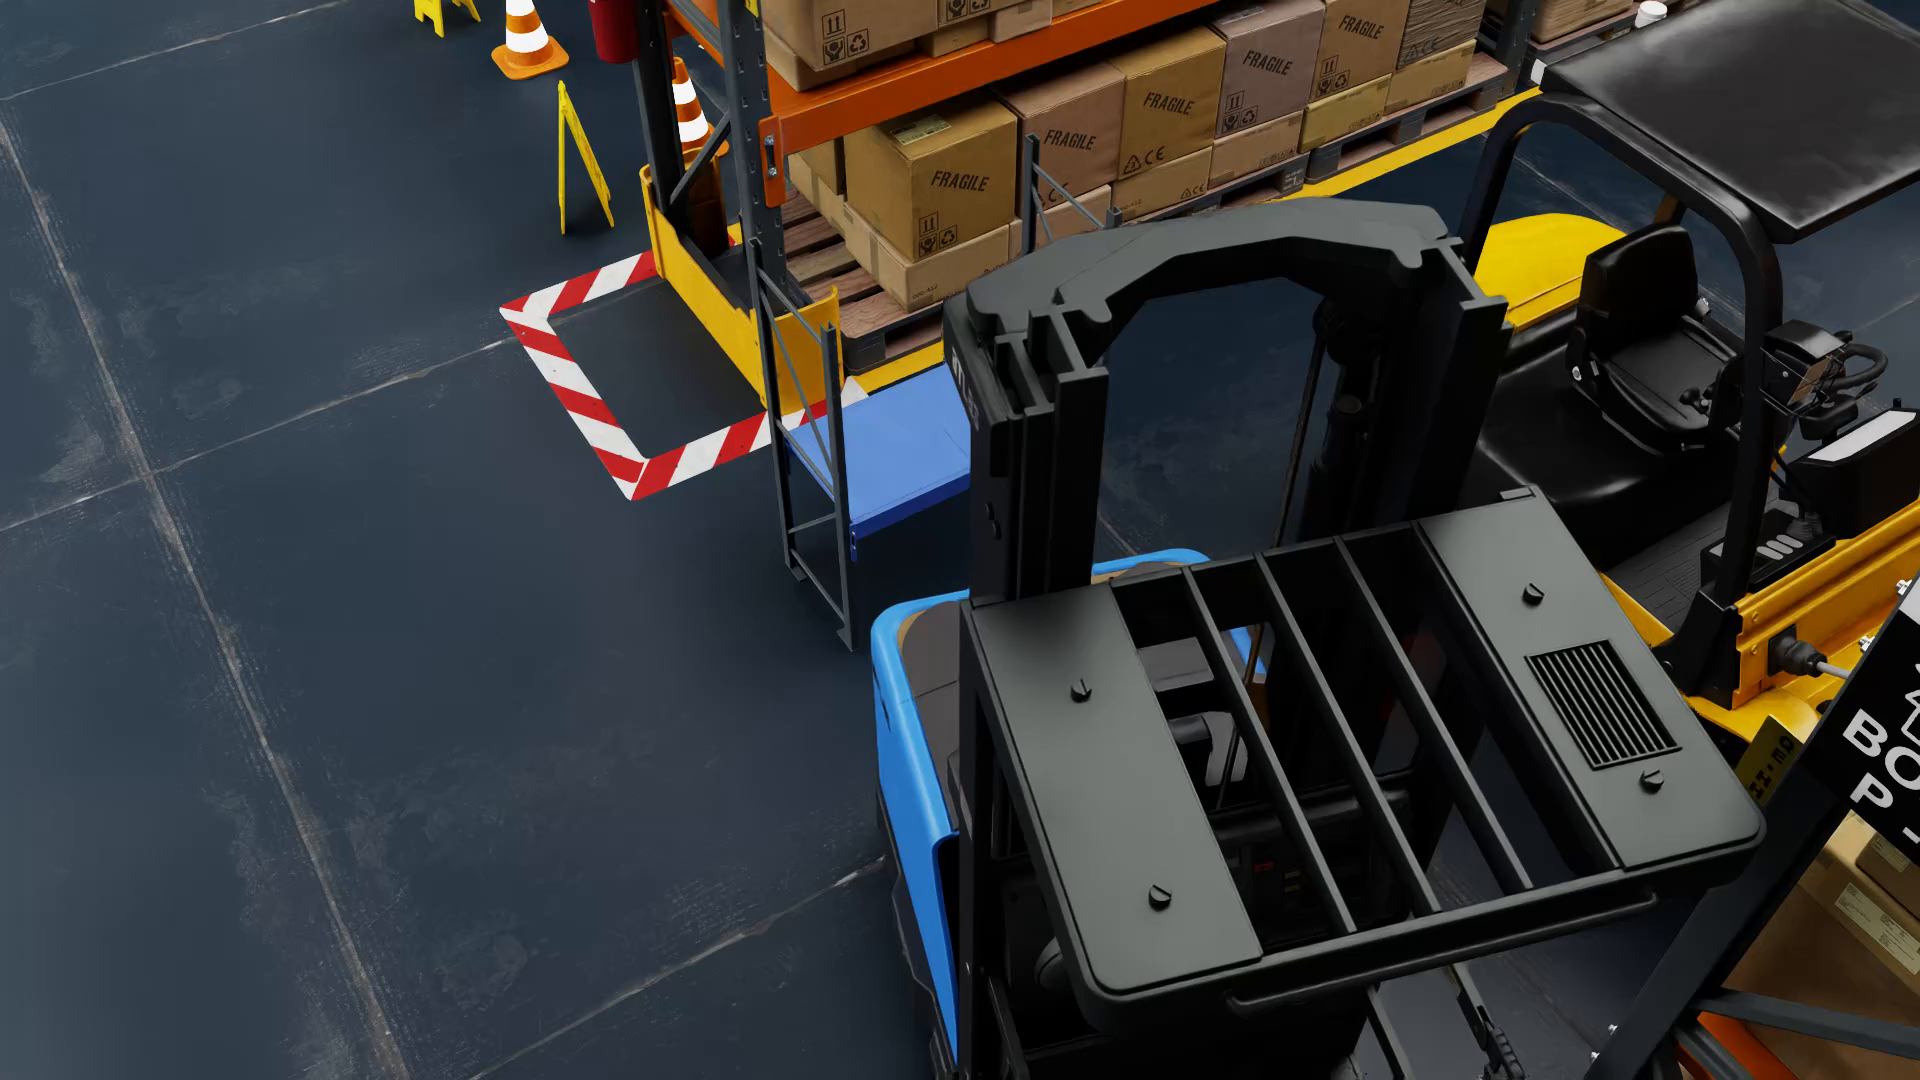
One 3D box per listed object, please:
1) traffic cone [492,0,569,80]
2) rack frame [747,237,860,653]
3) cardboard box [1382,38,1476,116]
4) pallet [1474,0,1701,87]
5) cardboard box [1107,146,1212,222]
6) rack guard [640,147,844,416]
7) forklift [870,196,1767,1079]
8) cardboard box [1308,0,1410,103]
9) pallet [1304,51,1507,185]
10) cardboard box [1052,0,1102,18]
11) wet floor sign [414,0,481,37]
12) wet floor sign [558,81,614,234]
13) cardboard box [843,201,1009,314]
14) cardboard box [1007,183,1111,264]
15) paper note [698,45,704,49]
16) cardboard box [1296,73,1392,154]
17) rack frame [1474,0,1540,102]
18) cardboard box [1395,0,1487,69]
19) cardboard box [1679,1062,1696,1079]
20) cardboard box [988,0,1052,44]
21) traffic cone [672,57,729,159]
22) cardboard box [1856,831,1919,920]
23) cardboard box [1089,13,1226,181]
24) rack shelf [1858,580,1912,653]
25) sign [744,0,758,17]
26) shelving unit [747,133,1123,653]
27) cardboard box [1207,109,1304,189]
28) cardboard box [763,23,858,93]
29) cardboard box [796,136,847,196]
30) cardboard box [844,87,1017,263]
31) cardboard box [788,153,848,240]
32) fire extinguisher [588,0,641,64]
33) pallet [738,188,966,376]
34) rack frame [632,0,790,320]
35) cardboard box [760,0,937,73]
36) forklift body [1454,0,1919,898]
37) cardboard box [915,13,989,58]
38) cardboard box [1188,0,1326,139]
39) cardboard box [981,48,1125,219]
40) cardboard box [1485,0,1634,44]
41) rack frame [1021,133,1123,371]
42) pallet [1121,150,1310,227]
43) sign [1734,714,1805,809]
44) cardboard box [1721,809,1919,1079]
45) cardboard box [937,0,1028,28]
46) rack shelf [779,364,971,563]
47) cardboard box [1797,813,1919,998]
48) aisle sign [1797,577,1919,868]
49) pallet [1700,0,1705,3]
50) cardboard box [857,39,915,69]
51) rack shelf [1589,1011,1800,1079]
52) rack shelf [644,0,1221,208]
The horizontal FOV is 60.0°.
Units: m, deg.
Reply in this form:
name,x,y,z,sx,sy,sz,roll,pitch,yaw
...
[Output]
name,x,y,z,sx,sy,sz,roll,pitch,yaw
traffic cone,-2.175,-2.595,8.251,0.334,0.463,0.336,-25,53,-21
rack frame,-0.502,-0.262,5.479,0.032,1.500,0.500,-25,53,-21
cardboard box,2.055,-2.300,7.850,0.500,0.250,0.500,-23,52,-19
pallet,3.070,-2.864,8.660,1.213,0.211,1.003,-25,53,-21
cardboard box,0.749,-1.683,7.300,0.500,0.250,0.500,-22,52,-18
rack guard,-0.907,-1.086,6.882,0.348,0.500,1.175,-25,53,-21
forklift,0.600,0.905,3.481,1.130,2.935,3.031,-11,49,-10
cardboard box,1.626,-2.346,7.389,0.500,0.500,0.500,-24,53,-20
pallet,1.863,-2.263,8.124,1.213,0.211,1.003,-25,53,-21
cardboard box,0.340,-2.168,6.341,0.250,0.149,0.380,-24,53,-20
wet floor sign,-2.666,-2.928,8.425,0.232,0.644,0.267,-34,57,-27
wet floor sign,-1.703,-1.704,7.335,0.232,0.644,0.267,-9,49,-8
cardboard box,-0.141,-1.259,6.922,0.500,0.250,0.500,-26,53,-21
cardboard box,0.295,-1.457,7.099,0.500,0.250,0.500,-23,52,-20
paper note,-1.234,-2.533,8.485,0.148,0.019,0.142,30,55,24
cardboard box,1.610,-2.082,7.656,0.500,0.250,0.500,-27,53,-22
rack frame,2.412,-3.481,7.341,0.127,3.000,1.000,-25,53,-21
cardboard box,2.055,-2.550,7.570,0.500,0.500,0.500,-26,53,-21
cardboard box,1.904,1.309,3.966,0.500,0.250,0.500,-24,52,-20
cardboard box,0.140,-2.044,6.230,0.250,0.149,0.380,-24,53,-20
traffic cone,-1.296,-2.029,7.747,0.334,0.463,0.336,-25,53,-21
cardboard box,1.871,0.623,2.986,0.250,0.149,0.380,-25,53,-21
cardboard box,0.747,-1.924,7.012,0.500,0.500,0.500,-24,53,-20
rack shelf,3.372,-0.308,2.989,4.000,0.370,1.077,-25,53,-21
sign,-0.681,-1.832,5.293,0.005,0.325,0.100,-25,53,-21
shelving unit,-0.072,-0.465,5.660,1.048,1.500,0.538,-25,53,-21
cardboard box,1.178,-1.882,7.478,0.500,0.250,0.500,-24,53,-20
cardboard box,-0.573,-1.808,6.020,0.250,0.149,0.380,-25,53,-21
cardboard box,-0.432,-1.845,6.943,0.500,0.500,0.500,-25,53,-21
cardboard box,-0.121,-1.518,6.651,0.500,0.500,0.500,-27,54,-22
cardboard box,-0.411,-1.614,7.238,0.500,0.250,0.500,-25,53,-21
fire extinguisher,-1.314,-2.106,6.169,0.183,0.674,0.296,-25,53,-21
pallet,-0.201,-1.291,7.258,1.213,0.211,1.003,-25,53,-21
rack frame,-0.971,-1.887,5.922,0.127,3.000,1.000,-25,53,-21
cardboard box,-0.422,-2.032,5.785,0.500,0.500,0.500,-26,53,-21
forklift body,2.311,-0.379,5.147,1.214,2.155,2.313,-25,53,-21
cardboard box,-0.100,-1.972,6.166,0.250,0.149,0.380,-27,54,-22
cardboard box,1.195,-2.142,7.207,0.500,0.500,0.500,-23,52,-19
cardboard box,0.319,-1.729,6.839,0.500,0.500,0.500,-27,54,-22
cardboard box,2.854,-2.957,8.353,0.625,0.372,0.950,-25,53,-20
rack frame,0.358,-0.667,5.840,0.032,1.500,0.500,-25,53,-21
pallet,0.830,-1.774,7.689,1.213,0.211,1.003,-25,53,-21
sign,1.403,0.435,2.920,0.005,0.325,0.100,-25,53,-21
cardboard box,1.957,0.852,3.416,0.500,0.500,0.500,-26,53,-22
cardboard box,0.014,-2.241,5.971,0.500,0.500,0.500,-24,52,-20
rack shelf,-0.072,-0.345,5.794,1.000,0.185,0.538,-25,53,-21
cardboard box,1.824,0.683,3.132,0.250,0.149,0.380,-24,53,-20
aisle sign,1.468,0.223,2.302,0.004,0.787,0.394,-25,53,-21
pallet,4.103,-3.354,9.095,1.213,0.211,1.003,-25,53,-21
cardboard box,-0.367,-1.917,6.117,0.250,0.149,0.380,-24,53,-20
rack shelf,3.372,0.689,4.109,4.000,0.370,1.077,-25,53,-21
rack shelf,0.721,-2.444,6.900,4.000,0.370,1.077,-25,53,-21
